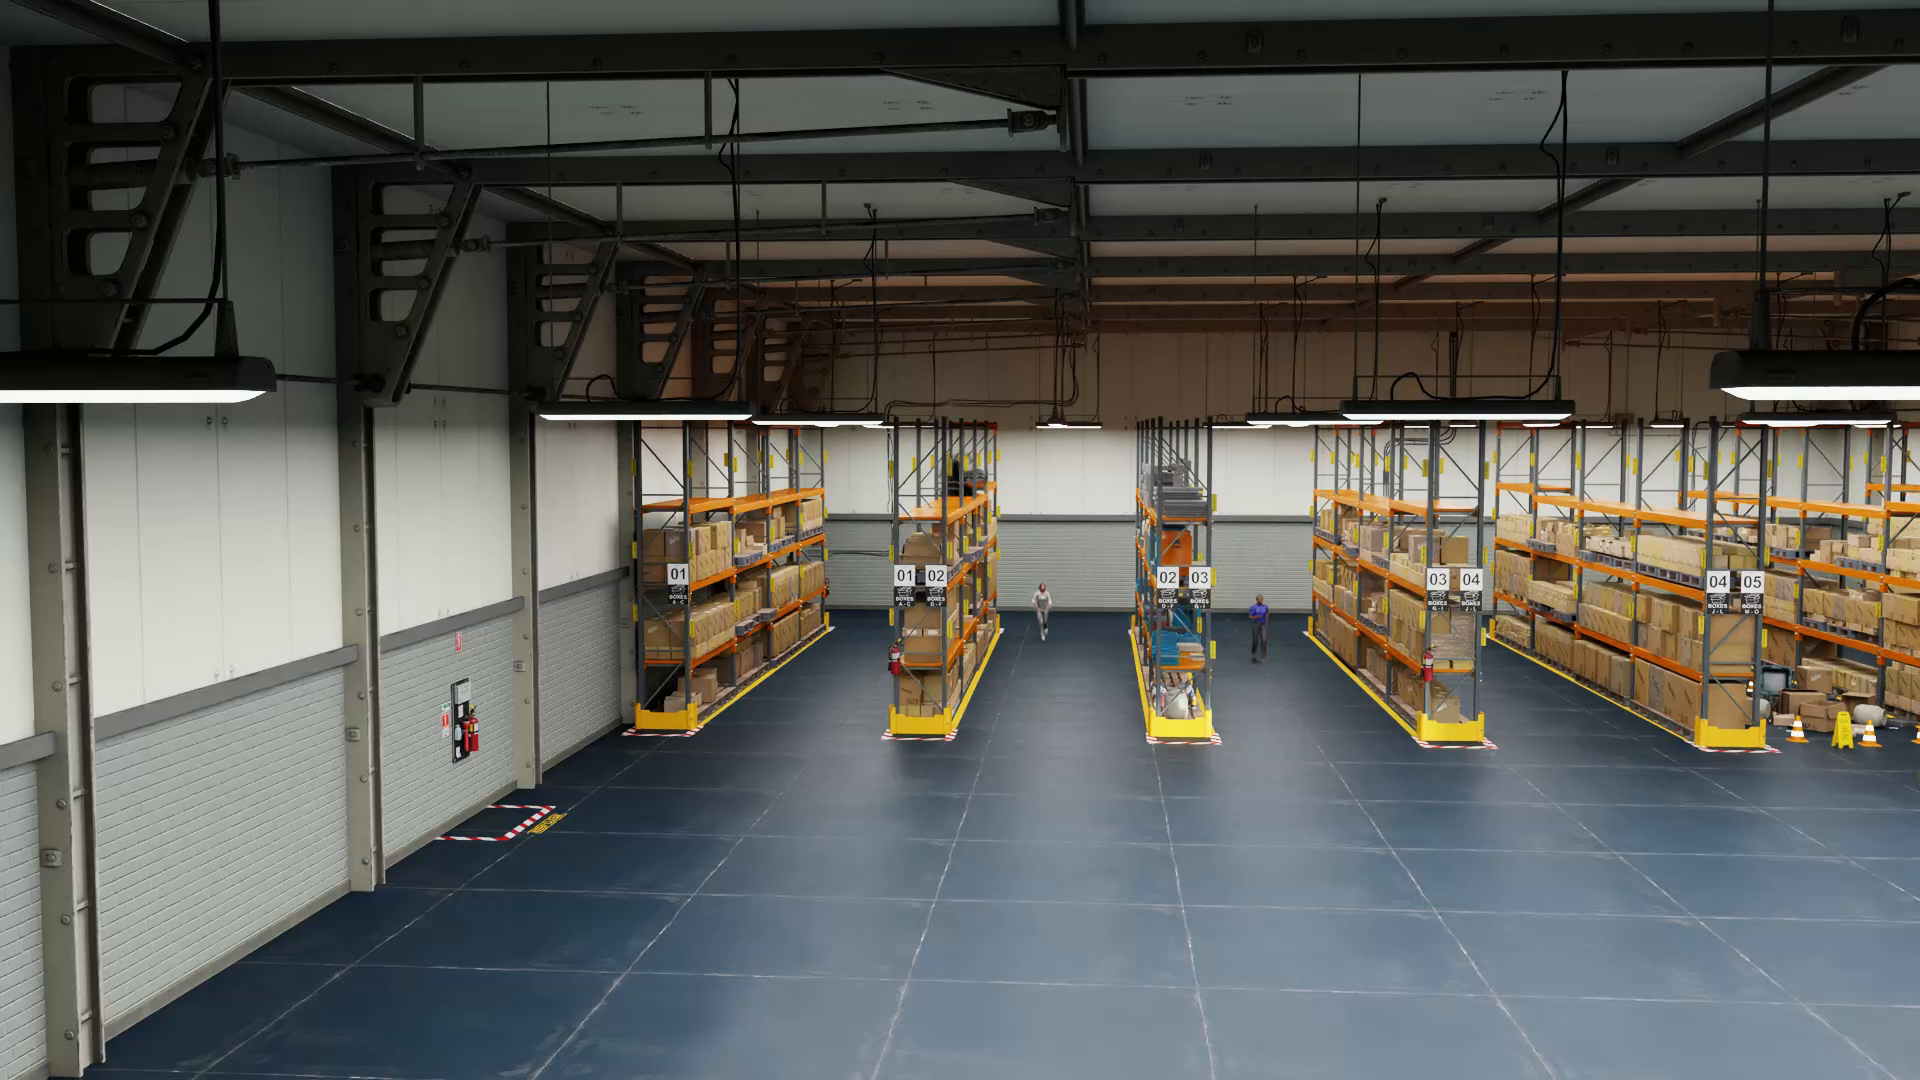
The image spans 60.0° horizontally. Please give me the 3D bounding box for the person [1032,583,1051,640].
[{"bbox_3d":[2.245,1.964,45.831,0.534,1.574,0.597,0,4,-2],"label":"person"}]

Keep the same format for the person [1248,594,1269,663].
[{"bbox_3d":[7.413,2.175,41.167,0.575,1.657,0.909,0,4,-4],"label":"person"}]

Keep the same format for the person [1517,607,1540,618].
[{"bbox_3d":[16.251,1.764,47.480,0.708,1.718,0.706,0,4,-1],"label":"person"}]
